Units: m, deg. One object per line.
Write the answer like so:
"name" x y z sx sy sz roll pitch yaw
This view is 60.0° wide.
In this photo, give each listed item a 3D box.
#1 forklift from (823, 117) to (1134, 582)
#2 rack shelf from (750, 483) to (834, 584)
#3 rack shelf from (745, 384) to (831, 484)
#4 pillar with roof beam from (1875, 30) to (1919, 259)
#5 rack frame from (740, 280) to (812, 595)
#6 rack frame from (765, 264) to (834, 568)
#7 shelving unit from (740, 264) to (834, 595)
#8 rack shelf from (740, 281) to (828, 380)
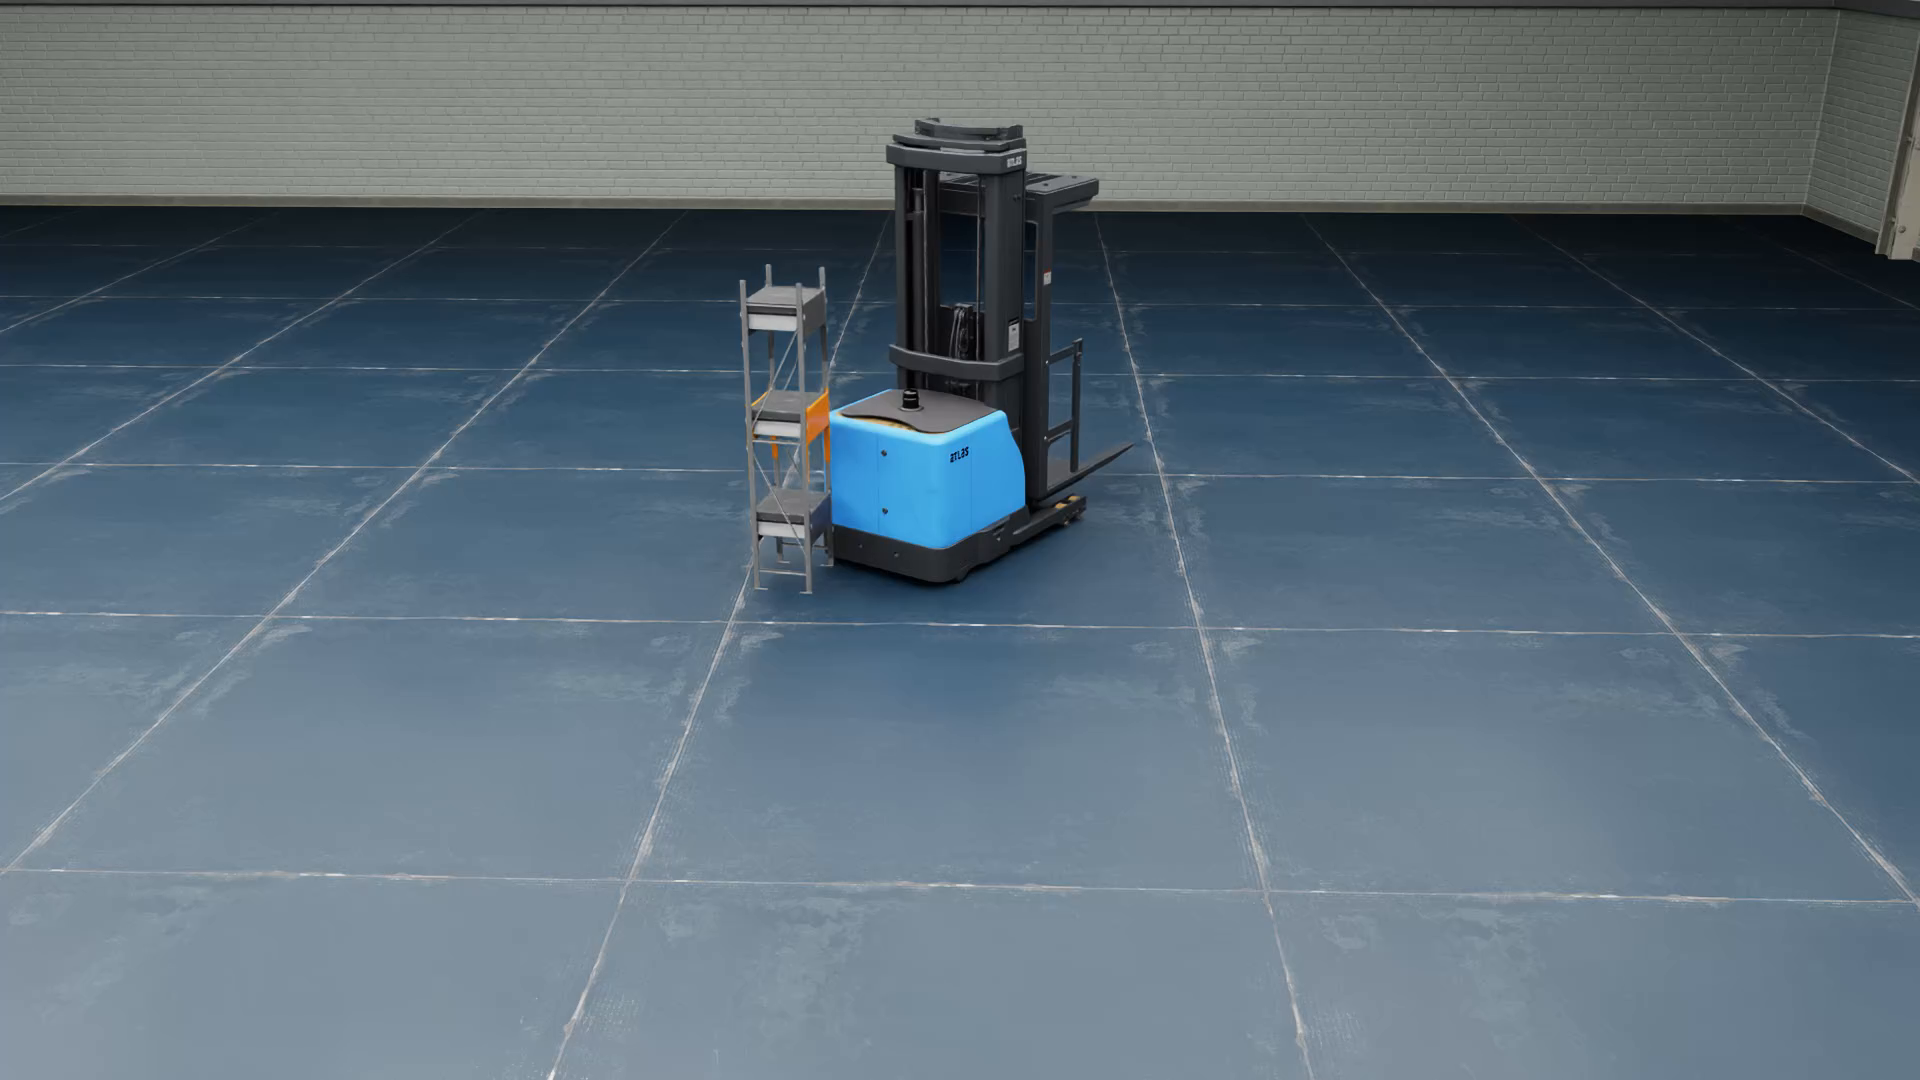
"forklift" 0.289 -1.560 11.998 1.130 2.935 3.031 14 25 31
"rack shelf" -1.128 -0.051 11.231 0.431 0.518 0.480 5 22 12
"rack shelf" -1.128 -0.704 10.978 0.431 0.518 0.480 5 22 12
"pillar with roof beam" 7.764 -7.909 19.973 9.100 9.000 0.400 1 21 2
"rack frame" -1.183 -0.631 10.752 0.400 2.100 0.015 5 22 12
"rack frame" -1.073 -0.803 11.195 0.400 2.100 0.015 5 22 12
"shelving unit" -1.128 -0.717 10.973 0.431 2.100 0.503 5 22 12
"rack shelf" -1.128 -1.357 10.725 0.431 0.518 0.480 5 22 12
